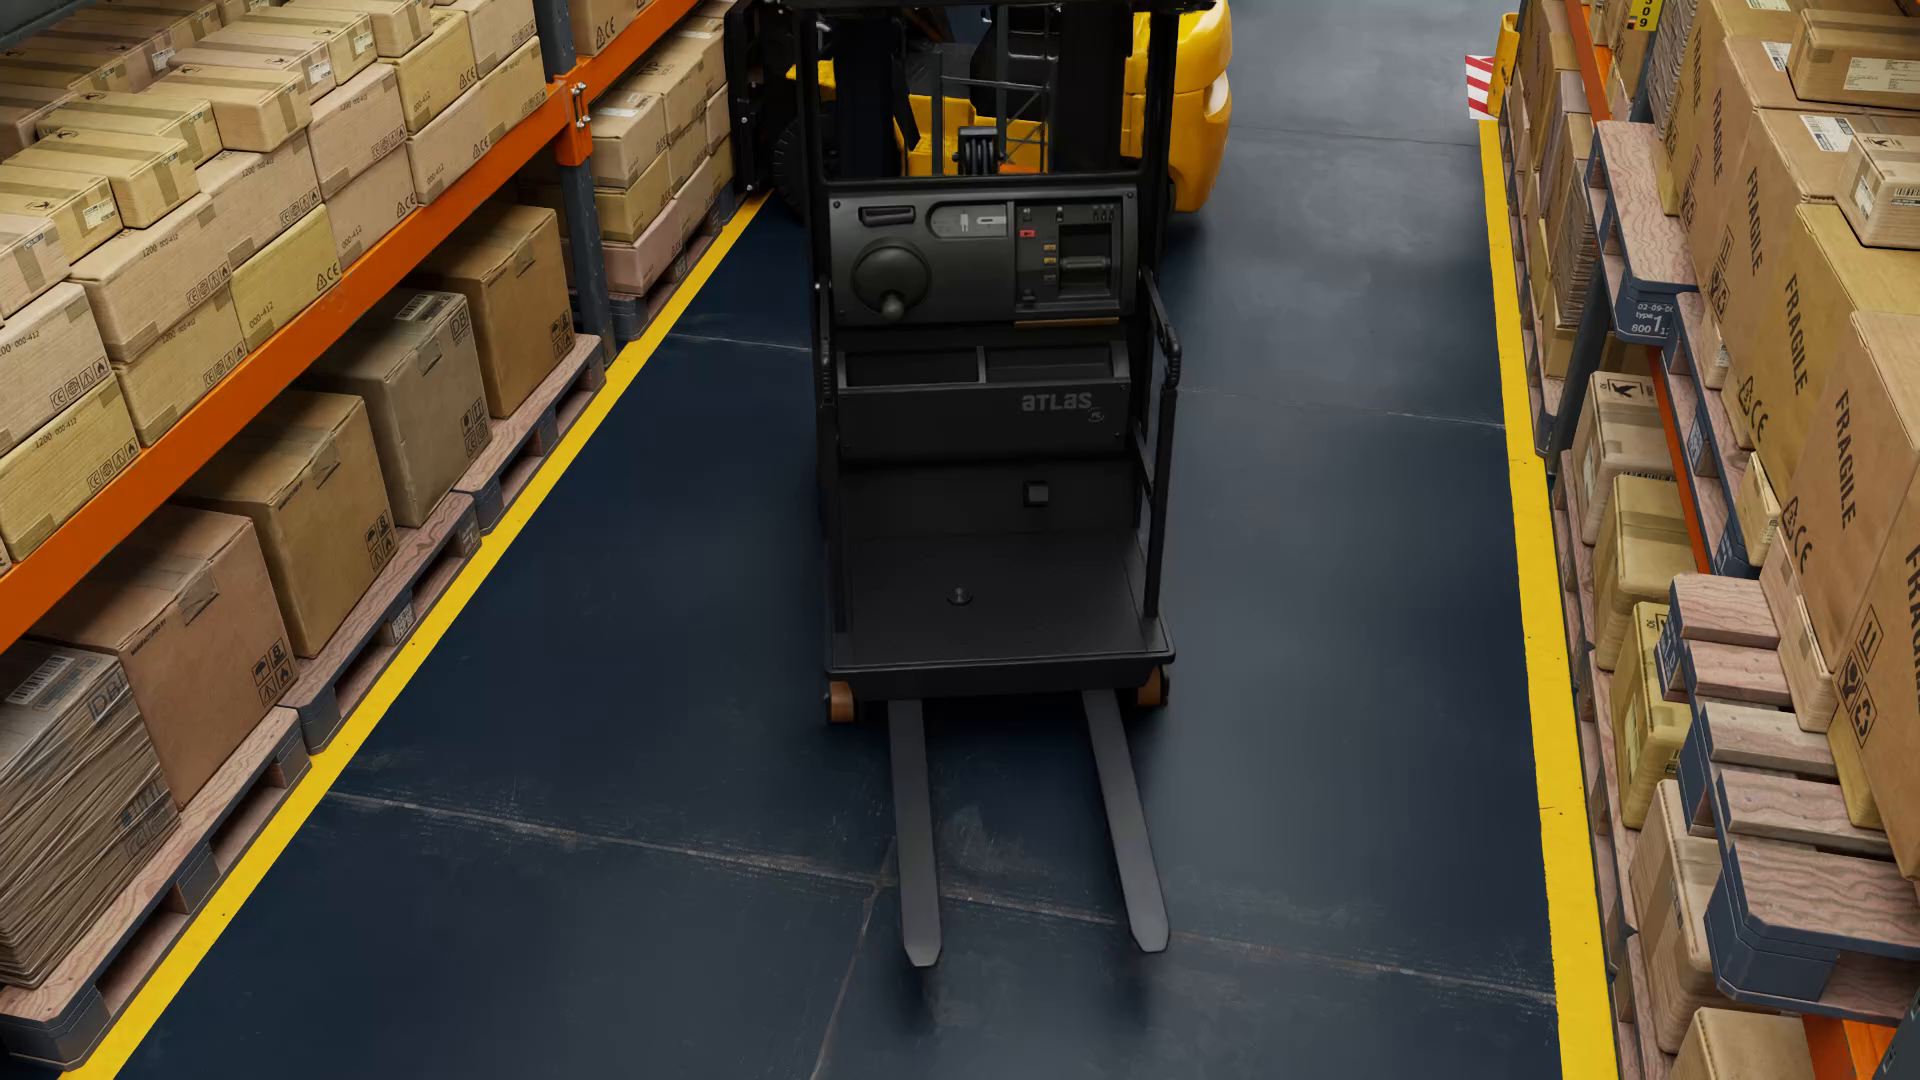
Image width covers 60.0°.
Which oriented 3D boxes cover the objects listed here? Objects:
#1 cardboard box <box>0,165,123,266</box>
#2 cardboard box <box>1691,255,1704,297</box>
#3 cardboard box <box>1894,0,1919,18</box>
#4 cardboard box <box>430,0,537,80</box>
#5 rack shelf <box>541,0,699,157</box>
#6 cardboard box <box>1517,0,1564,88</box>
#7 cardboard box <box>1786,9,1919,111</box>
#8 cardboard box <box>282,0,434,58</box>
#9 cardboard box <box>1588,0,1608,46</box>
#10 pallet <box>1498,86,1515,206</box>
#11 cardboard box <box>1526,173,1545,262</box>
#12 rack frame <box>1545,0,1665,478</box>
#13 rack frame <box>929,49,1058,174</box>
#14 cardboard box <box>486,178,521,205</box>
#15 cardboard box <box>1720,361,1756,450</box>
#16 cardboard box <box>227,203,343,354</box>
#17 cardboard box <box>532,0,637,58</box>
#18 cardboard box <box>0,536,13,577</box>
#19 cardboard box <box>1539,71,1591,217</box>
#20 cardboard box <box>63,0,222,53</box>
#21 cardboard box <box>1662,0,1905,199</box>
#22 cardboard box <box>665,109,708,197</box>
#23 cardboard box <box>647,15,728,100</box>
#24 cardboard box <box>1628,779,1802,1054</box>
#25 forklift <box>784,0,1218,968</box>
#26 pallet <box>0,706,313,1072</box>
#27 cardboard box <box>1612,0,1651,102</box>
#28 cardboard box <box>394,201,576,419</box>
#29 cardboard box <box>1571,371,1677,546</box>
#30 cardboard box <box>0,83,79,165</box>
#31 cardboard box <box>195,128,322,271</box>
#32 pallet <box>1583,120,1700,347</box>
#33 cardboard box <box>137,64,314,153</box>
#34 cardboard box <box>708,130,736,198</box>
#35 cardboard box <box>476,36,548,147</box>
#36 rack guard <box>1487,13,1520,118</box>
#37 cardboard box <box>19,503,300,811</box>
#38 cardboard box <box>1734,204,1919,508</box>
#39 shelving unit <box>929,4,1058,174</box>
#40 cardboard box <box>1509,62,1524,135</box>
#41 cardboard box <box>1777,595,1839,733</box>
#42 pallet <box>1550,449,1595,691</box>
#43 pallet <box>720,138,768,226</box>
[{"bbox_3d":[-2.365,-0.816,4.182,0.380,0.149,0.250,8,37,10],"label":"cardboard box"},{"bbox_3d":[2.260,-0.772,4.615,0.380,0.149,0.250,8,37,11],"label":"cardboard box"},{"bbox_3d":[2.851,-1.190,4.639,0.500,0.500,0.500,8,37,10],"label":"cardboard box"},{"bbox_3d":[-1.875,-1.885,5.997,0.500,0.250,0.500,7,36,9],"label":"cardboard box"},{"bbox_3d":[-1.593,-2.913,8.326,1.077,0.370,4.000,7,37,10],"label":"rack shelf"},{"bbox_3d":[3.237,-2.649,8.695,0.500,0.500,0.500,6,36,8],"label":"cardboard box"},{"bbox_3d":[2.253,-1.170,4.059,0.380,0.149,0.250,9,37,13],"label":"cardboard box"},{"bbox_3d":[-1.944,-1.685,5.381,0.380,0.149,0.250,6,36,9],"label":"cardboard box"},{"bbox_3d":[2.815,-2.141,6.862,0.380,0.149,0.250,7,36,9],"label":"cardboard box"},{"bbox_3d":[3.460,-2.096,8.963,1.003,0.211,1.213,7,37,10],"label":"pallet"},{"bbox_3d":[2.911,-1.464,7.699,0.500,0.250,0.500,8,37,11],"label":"cardboard box"},{"bbox_3d":[2.830,-1.437,5.677,1.000,3.000,0.127,7,37,10],"label":"rack frame"},{"bbox_3d":[0.130,-1.188,6.611,0.500,1.500,0.032,9,37,13],"label":"rack frame"},{"bbox_3d":[-2.116,-1.621,7.490,0.500,0.250,0.500,7,36,9],"label":"cardboard box"},{"bbox_3d":[2.069,-0.328,4.003,0.380,0.149,0.250,6,36,8],"label":"cardboard box"},{"bbox_3d":[-2.213,-0.808,4.937,0.500,0.250,0.500,8,37,11],"label":"cardboard box"},{"bbox_3d":[-1.670,-2.319,6.809,0.500,0.500,0.500,6,36,9],"label":"cardboard box"},{"bbox_3d":[-2.541,0.073,3.721,0.500,0.250,0.500,7,37,10],"label":"cardboard box"},{"bbox_3d":[2.909,-1.755,7.461,0.500,0.500,0.500,9,37,12],"label":"cardboard box"},{"bbox_3d":[-2.580,-1.607,5.273,0.380,0.149,0.250,7,37,10],"label":"cardboard box"},{"bbox_3d":[2.343,-1.248,4.719,0.500,0.500,0.500,7,37,10],"label":"cardboard box"},{"bbox_3d":[-1.509,-1.844,7.797,0.500,0.250,0.500,7,37,10],"label":"cardboard box"},{"bbox_3d":[-1.396,-2.335,8.049,0.500,0.250,0.500,9,37,12],"label":"cardboard box"},{"bbox_3d":[2.256,1.003,4.191,0.950,0.372,0.625,7,36,9],"label":"cardboard box"},{"bbox_3d":[0.093,-0.795,4.849,1.130,2.935,3.031,-3,36,-4],"label":"forklift"},{"bbox_3d":[-2.660,0.898,4.831,1.003,0.211,1.213,7,37,10],"label":"pallet"},{"bbox_3d":[2.682,-1.884,5.955,0.500,0.500,0.500,6,36,9],"label":"cardboard box"},{"bbox_3d":[-2.120,-0.965,6.691,0.875,0.625,0.625,9,37,12],"label":"cardboard box"},{"bbox_3d":[2.720,-0.242,5.909,0.950,0.372,0.625,8,37,11],"label":"cardboard box"},{"bbox_3d":[-2.693,-1.162,4.659,0.380,0.149,0.250,8,37,11],"label":"cardboard box"},{"bbox_3d":[-2.219,-1.010,4.790,0.500,0.250,0.500,8,37,11],"label":"cardboard box"},{"bbox_3d":[2.525,-0.940,5.154,1.003,0.211,1.213,7,37,10],"label":"pallet"},{"bbox_3d":[-2.101,-1.239,4.765,0.380,0.149,0.250,6,36,9],"label":"cardboard box"},{"bbox_3d":[-1.405,-1.939,8.355,0.500,0.250,0.500,8,37,11],"label":"cardboard box"},{"bbox_3d":[-1.872,-1.675,6.133,0.500,0.250,0.500,8,37,11],"label":"cardboard box"},{"bbox_3d":[3.668,-2.675,9.514,1.175,0.500,0.348,7,37,10],"label":"rack guard"},{"bbox_3d":[-2.596,0.296,4.951,0.875,0.625,0.625,8,37,11],"label":"cardboard box"},{"bbox_3d":[2.008,-0.358,3.491,0.500,0.500,0.500,5,36,7],"label":"cardboard box"},{"bbox_3d":[0.264,-1.470,7.001,0.587,1.500,1.083,9,37,13],"label":"shelving unit"},{"bbox_3d":[3.242,-2.359,8.934,0.500,0.250,0.500,7,37,10],"label":"cardboard box"},{"bbox_3d":[1.812,0.257,3.195,0.380,0.149,0.250,7,37,10],"label":"cardboard box"},{"bbox_3d":[2.665,0.138,5.879,1.003,0.211,1.213,7,37,10],"label":"pallet"},{"bbox_3d":[-1.551,-2.080,8.940,1.003,0.211,1.213,7,37,10],"label":"pallet"}]
